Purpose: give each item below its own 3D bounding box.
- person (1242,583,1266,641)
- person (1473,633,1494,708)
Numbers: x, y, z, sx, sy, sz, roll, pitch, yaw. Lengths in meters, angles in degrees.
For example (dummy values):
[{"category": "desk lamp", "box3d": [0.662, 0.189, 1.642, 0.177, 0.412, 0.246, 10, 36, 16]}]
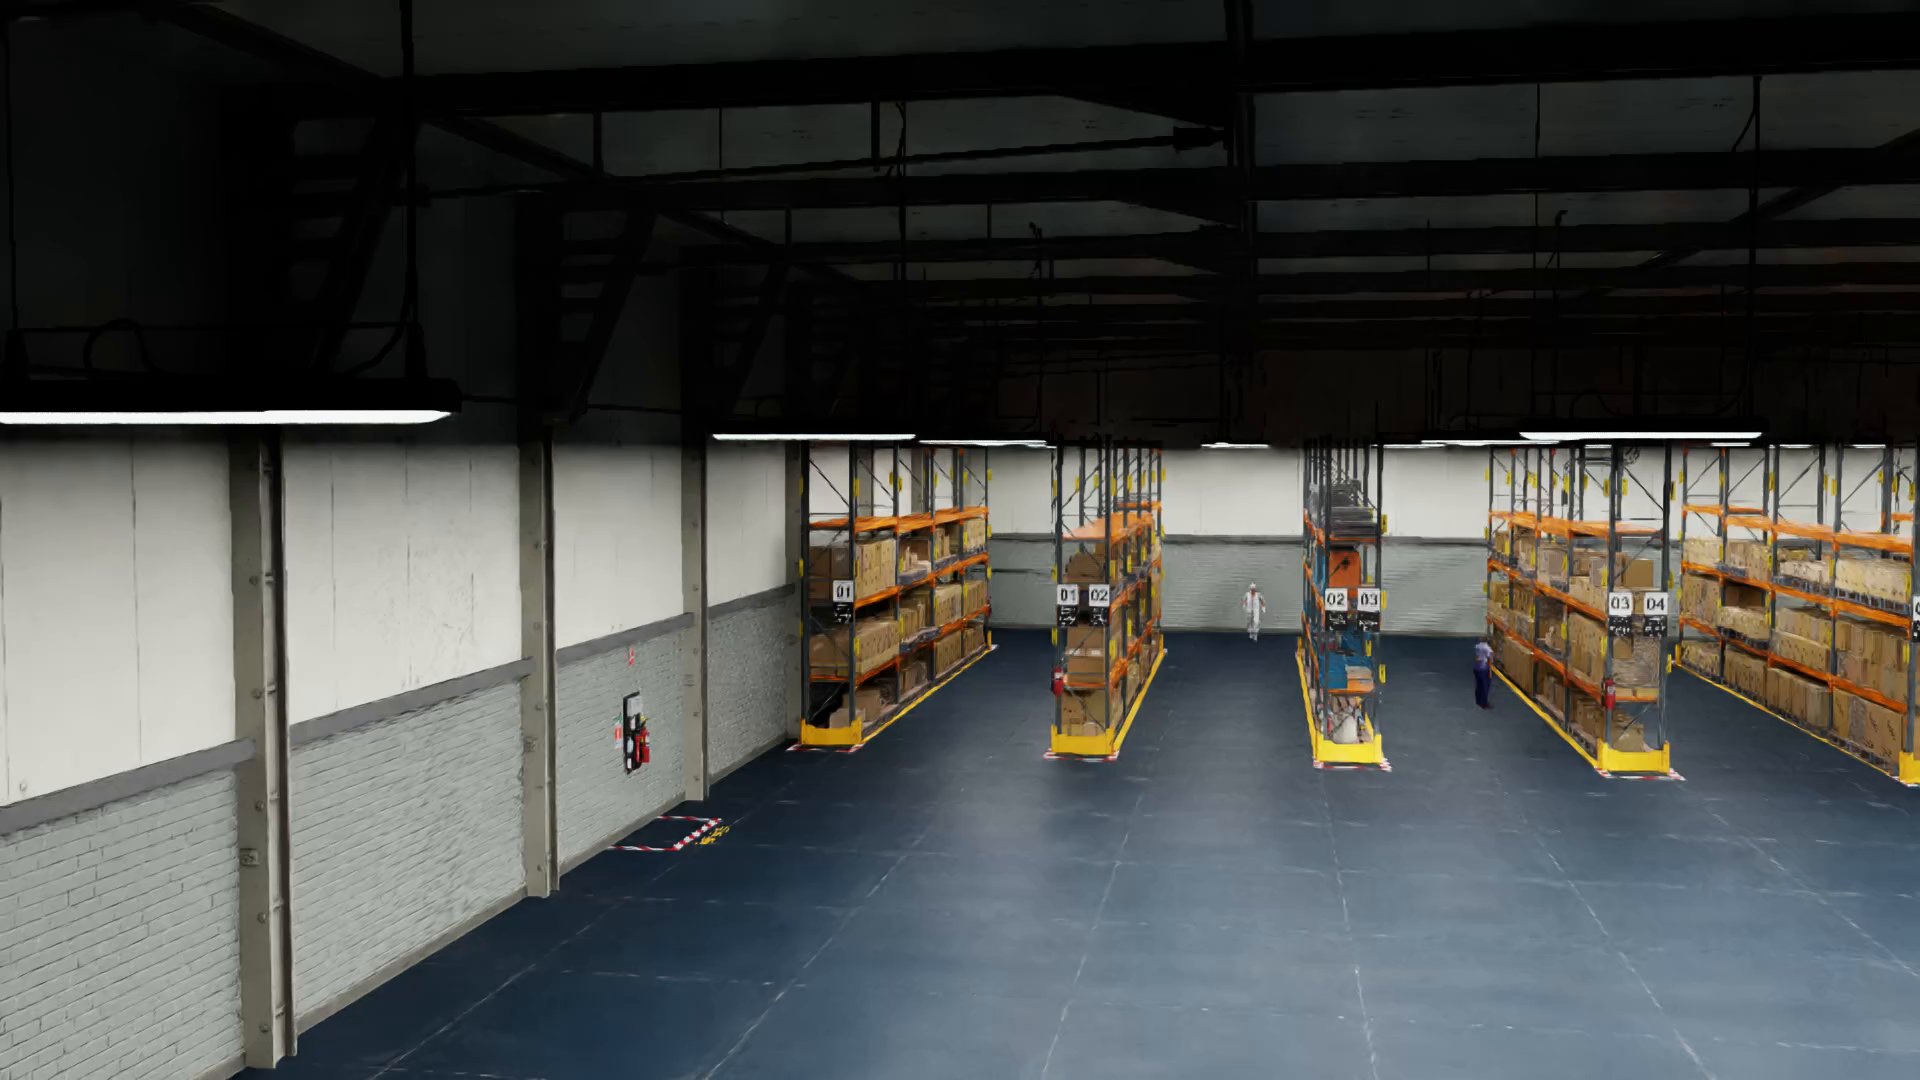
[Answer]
[{"category": "person", "box3d": [8.848, 2.149, 50.153, 0.703, 1.721, 0.835, 1, 3, 15]}, {"category": "person", "box3d": [11.672, 2.889, 36.974, 0.429, 1.653, 0.530, -1, 3, -21]}]
